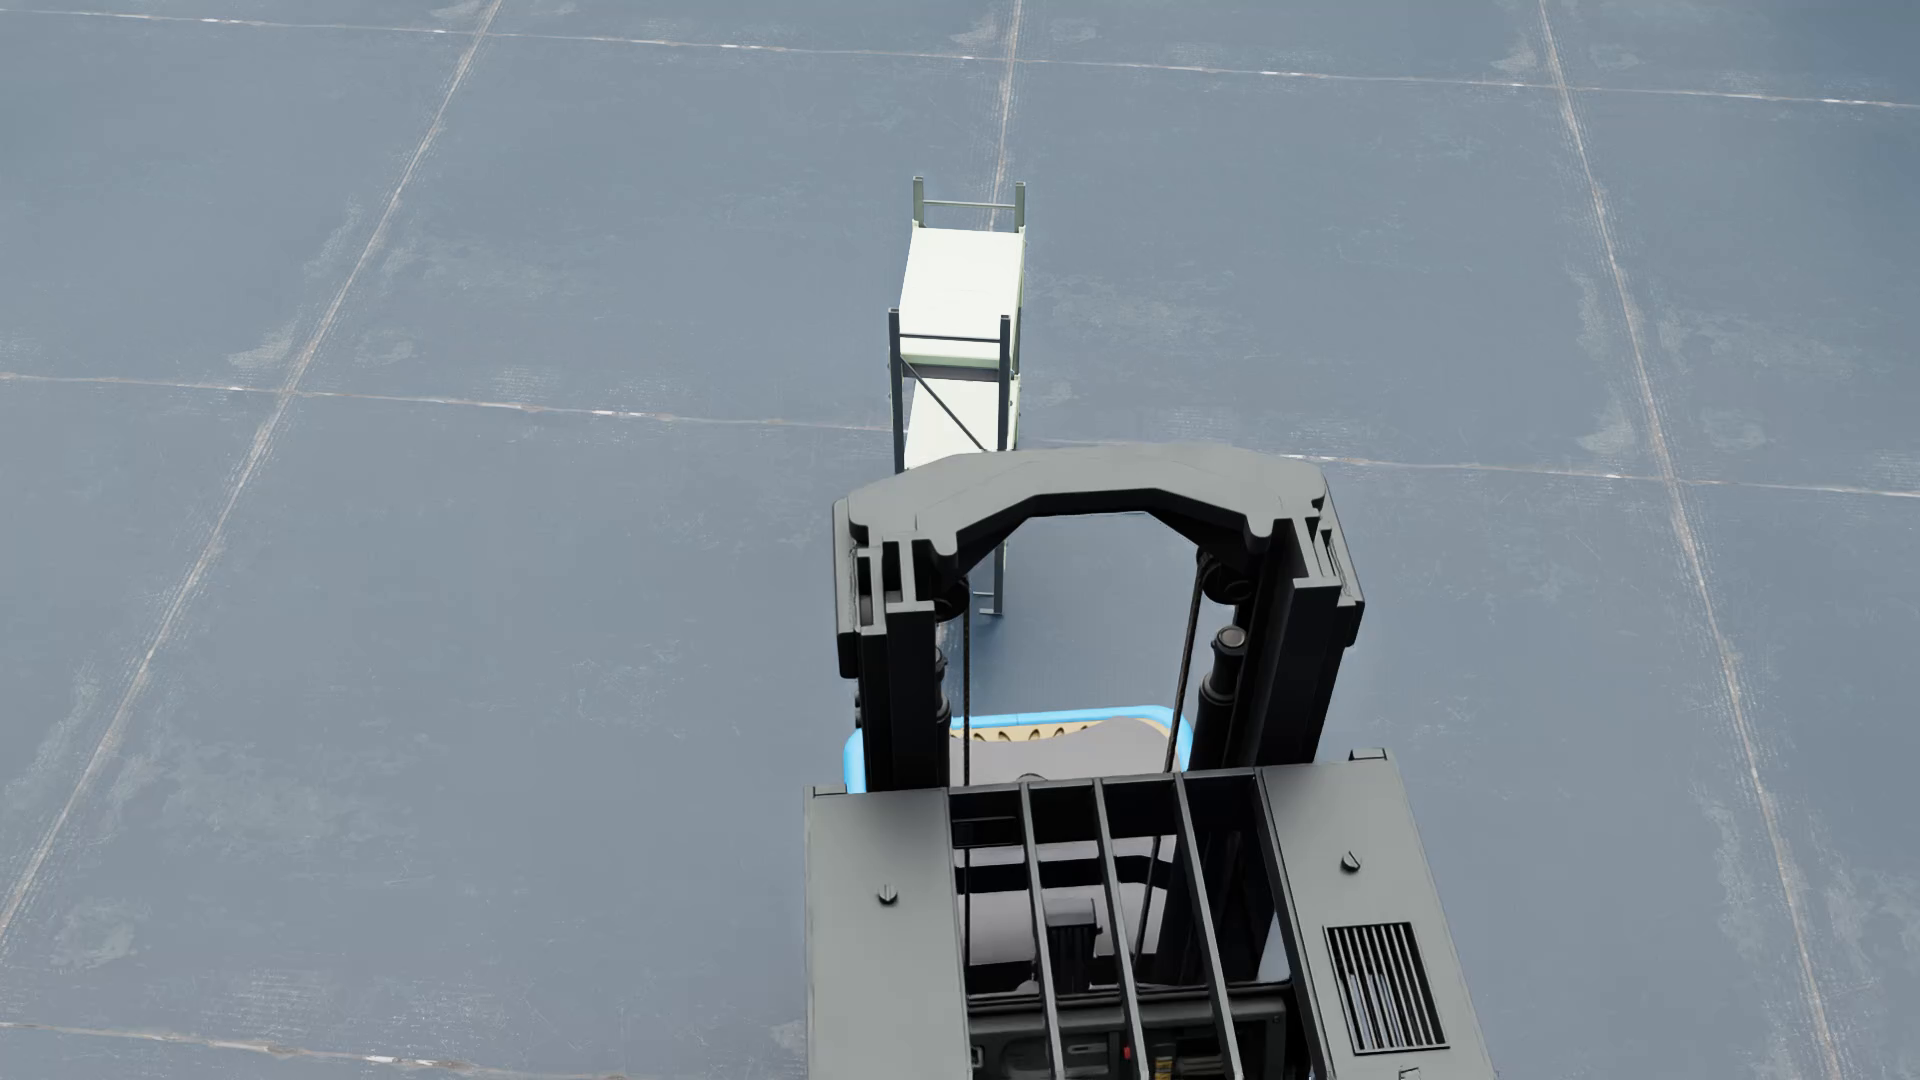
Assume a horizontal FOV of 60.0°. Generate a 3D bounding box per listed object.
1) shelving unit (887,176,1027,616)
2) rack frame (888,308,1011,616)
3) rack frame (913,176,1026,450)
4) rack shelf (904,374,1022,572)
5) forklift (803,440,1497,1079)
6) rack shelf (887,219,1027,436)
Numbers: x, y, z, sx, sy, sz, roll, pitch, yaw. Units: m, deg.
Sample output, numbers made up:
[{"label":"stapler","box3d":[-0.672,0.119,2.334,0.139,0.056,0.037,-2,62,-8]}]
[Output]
[{"label":"shelving unit","box3d":[-0.001,-0.501,6.218,0.431,1.500,0.755,4,48,4]},{"label":"rack frame","box3d":[-0.034,-0.232,5.972,0.400,1.500,0.023,4,48,4]},{"label":"rack frame","box3d":[0.033,-0.770,6.464,0.400,1.500,0.023,4,48,4]},{"label":"rack shelf","box3d":[-0.001,-0.281,6.459,0.431,0.370,0.720,4,48,4]},{"label":"forklift","box3d":[0.281,1.330,3.573,1.130,2.935,3.031,-3,48,-3]},{"label":"rack shelf","box3d":[-0.001,-0.765,5.930,0.431,0.370,0.720,4,48,4]}]
